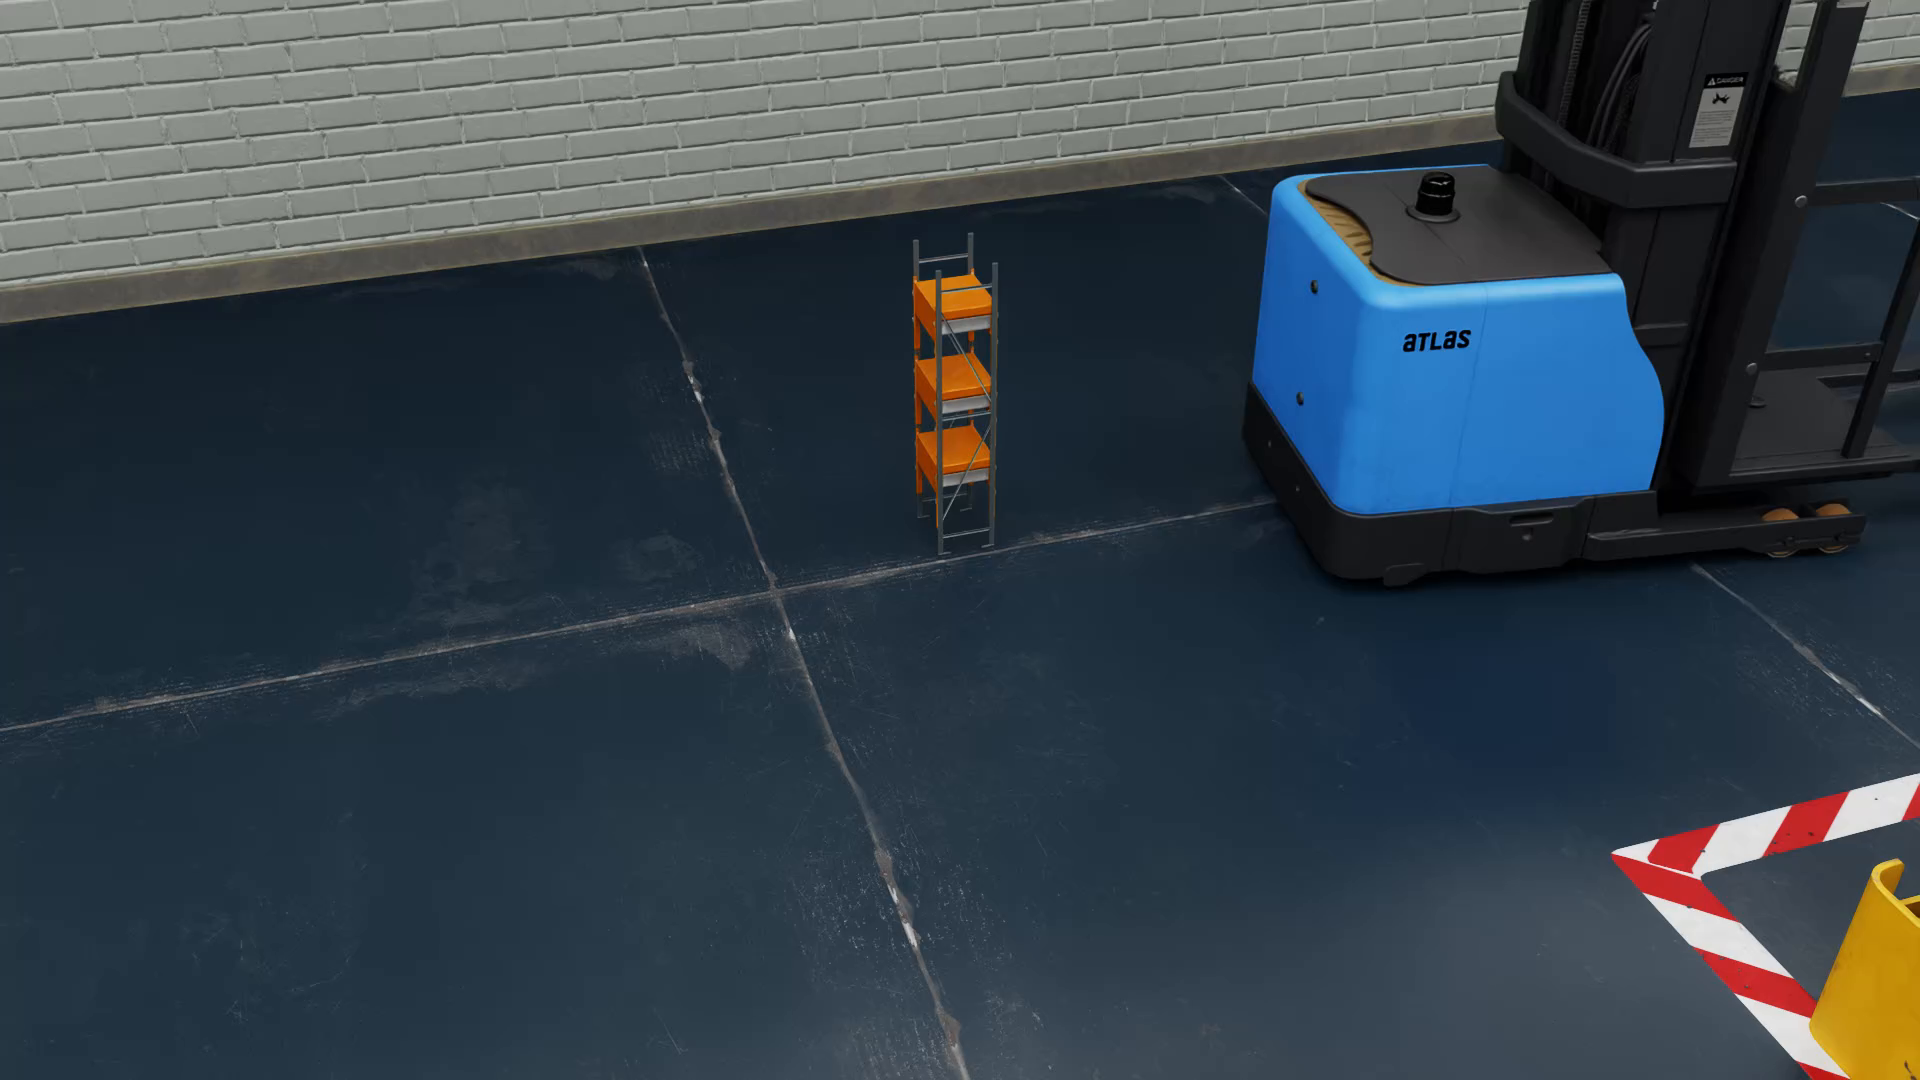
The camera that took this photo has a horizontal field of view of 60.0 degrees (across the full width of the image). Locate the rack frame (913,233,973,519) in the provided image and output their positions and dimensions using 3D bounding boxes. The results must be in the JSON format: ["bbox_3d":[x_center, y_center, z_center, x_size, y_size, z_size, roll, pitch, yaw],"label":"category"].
[{"bbox_3d":[-0.054,-0.530,5.600,0.200,1.050,0.008,-10,35,-15],"label":"rack frame"}]

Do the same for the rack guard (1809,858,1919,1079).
[{"bbox_3d":[2.623,0.939,3.876,1.175,0.500,0.348,-10,35,-15],"label":"rack guard"}]

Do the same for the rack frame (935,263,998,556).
[{"bbox_3d":[0.021,-0.402,5.406,0.200,1.050,0.008,-10,35,-15],"label":"rack frame"}]

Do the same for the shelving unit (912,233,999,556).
[{"bbox_3d":[-0.016,-0.466,5.503,0.215,1.050,0.252,-10,35,-15],"label":"shelving unit"}]

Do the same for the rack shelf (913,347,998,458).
[{"bbox_3d":[-0.016,-0.457,5.509,0.215,0.259,0.240,-10,35,-15],"label":"rack shelf"}]

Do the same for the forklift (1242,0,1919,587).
[{"bbox_3d":[2.616,-1.445,5.278,3.031,2.935,1.130,-5,34,-8],"label":"forklift"}]

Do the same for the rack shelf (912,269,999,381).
[{"bbox_3d":[-0.016,-0.694,5.352,0.215,0.259,0.240,-10,35,-15],"label":"rack shelf"}]

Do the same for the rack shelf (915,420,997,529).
[{"bbox_3d":[-0.016,-0.225,5.662,0.215,0.259,0.240,-10,35,-15],"label":"rack shelf"}]
